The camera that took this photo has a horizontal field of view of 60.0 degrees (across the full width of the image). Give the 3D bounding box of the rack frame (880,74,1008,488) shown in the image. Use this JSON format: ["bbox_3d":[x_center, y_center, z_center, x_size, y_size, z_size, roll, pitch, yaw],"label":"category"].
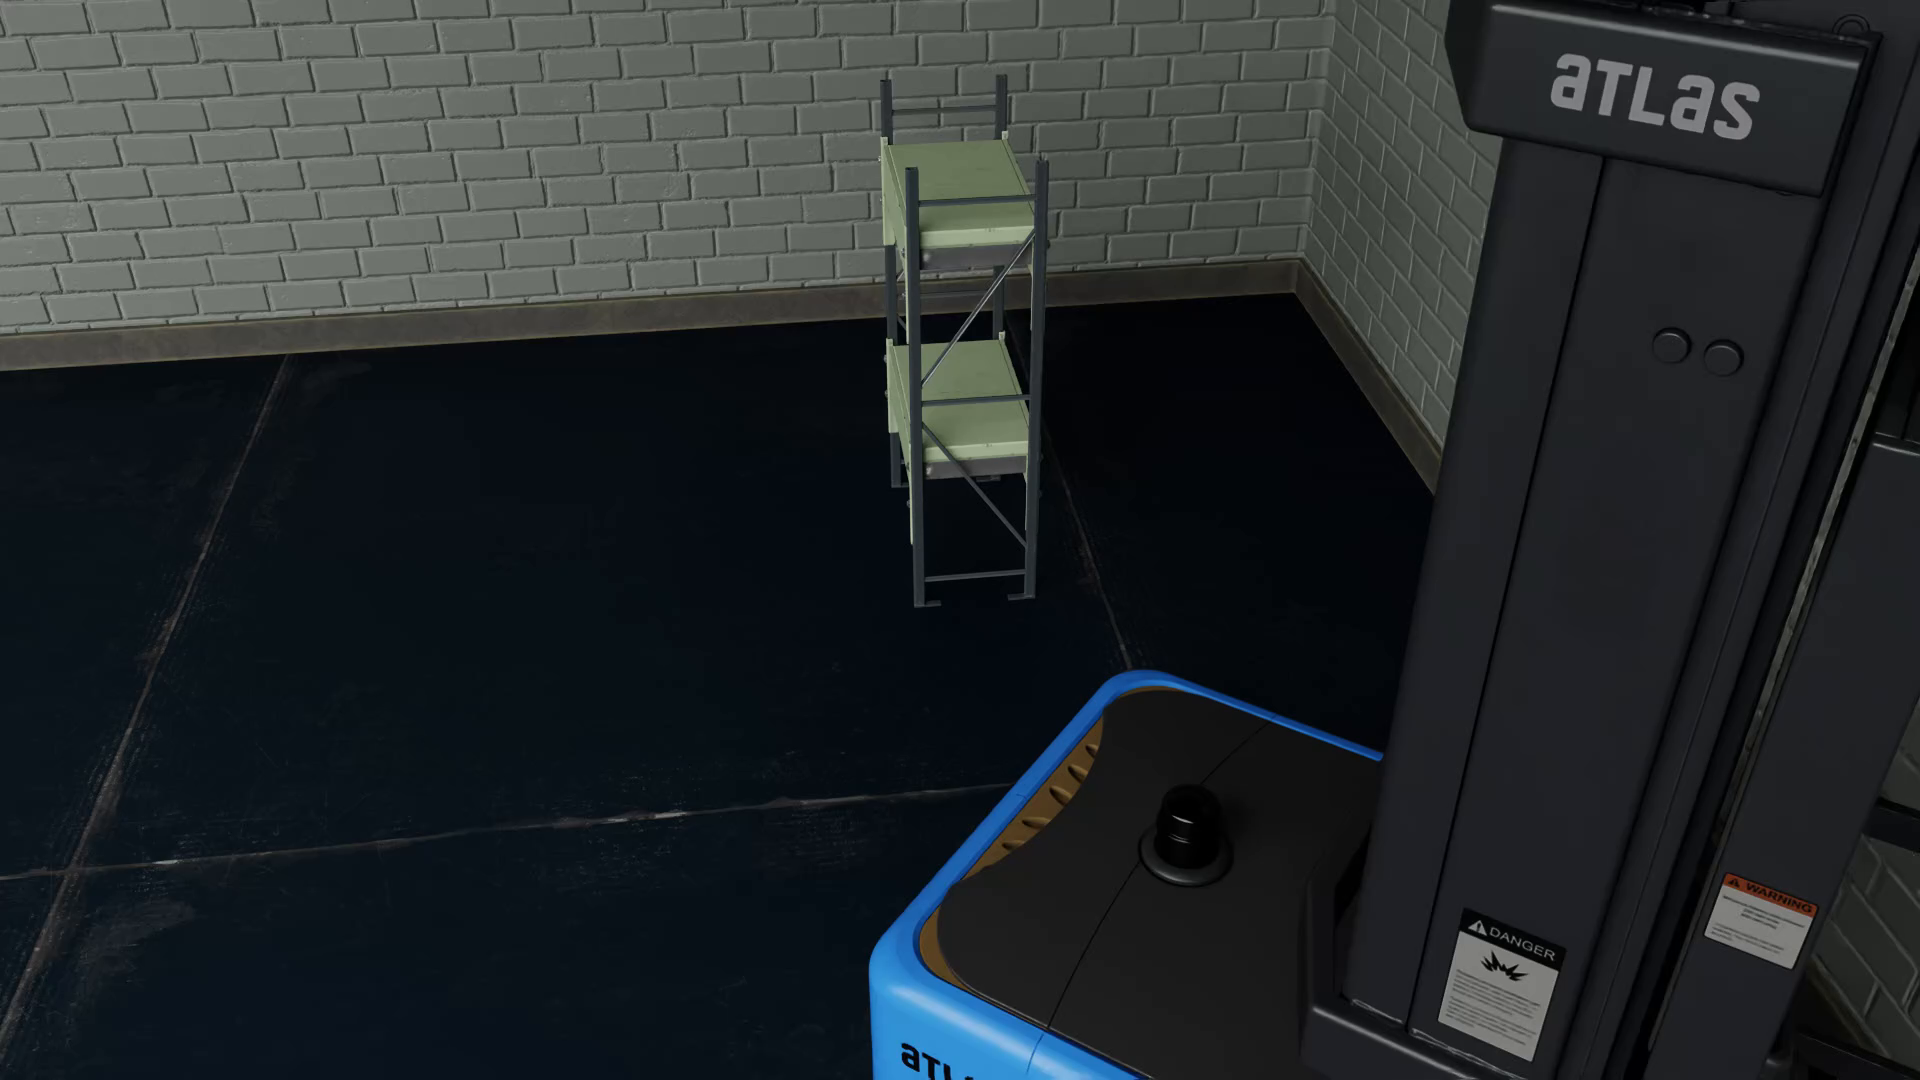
[{"bbox_3d":[-0.050,-0.828,5.633,0.400,1.500,0.023,-4,35,-6],"label":"rack frame"}]

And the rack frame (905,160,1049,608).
[{"bbox_3d":[0.048,-0.419,5.033,0.400,1.500,0.023,-4,35,-6],"label":"rack frame"}]

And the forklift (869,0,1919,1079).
[{"bbox_3d":[1.349,0.595,2.275,3.031,2.935,1.130,19,39,26],"label":"forklift"}]

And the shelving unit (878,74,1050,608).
[{"bbox_3d":[-0.001,-0.623,5.333,0.431,1.500,0.755,-4,35,-6],"label":"shelving unit"}]

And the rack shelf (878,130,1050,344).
[{"bbox_3d":[-0.001,-0.946,5.113,0.431,0.370,0.720,-4,35,-6],"label":"rack shelf"}]

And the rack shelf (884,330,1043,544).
[{"bbox_3d":[-0.001,-0.354,5.517,0.431,0.370,0.720,-4,35,-6],"label":"rack shelf"}]
